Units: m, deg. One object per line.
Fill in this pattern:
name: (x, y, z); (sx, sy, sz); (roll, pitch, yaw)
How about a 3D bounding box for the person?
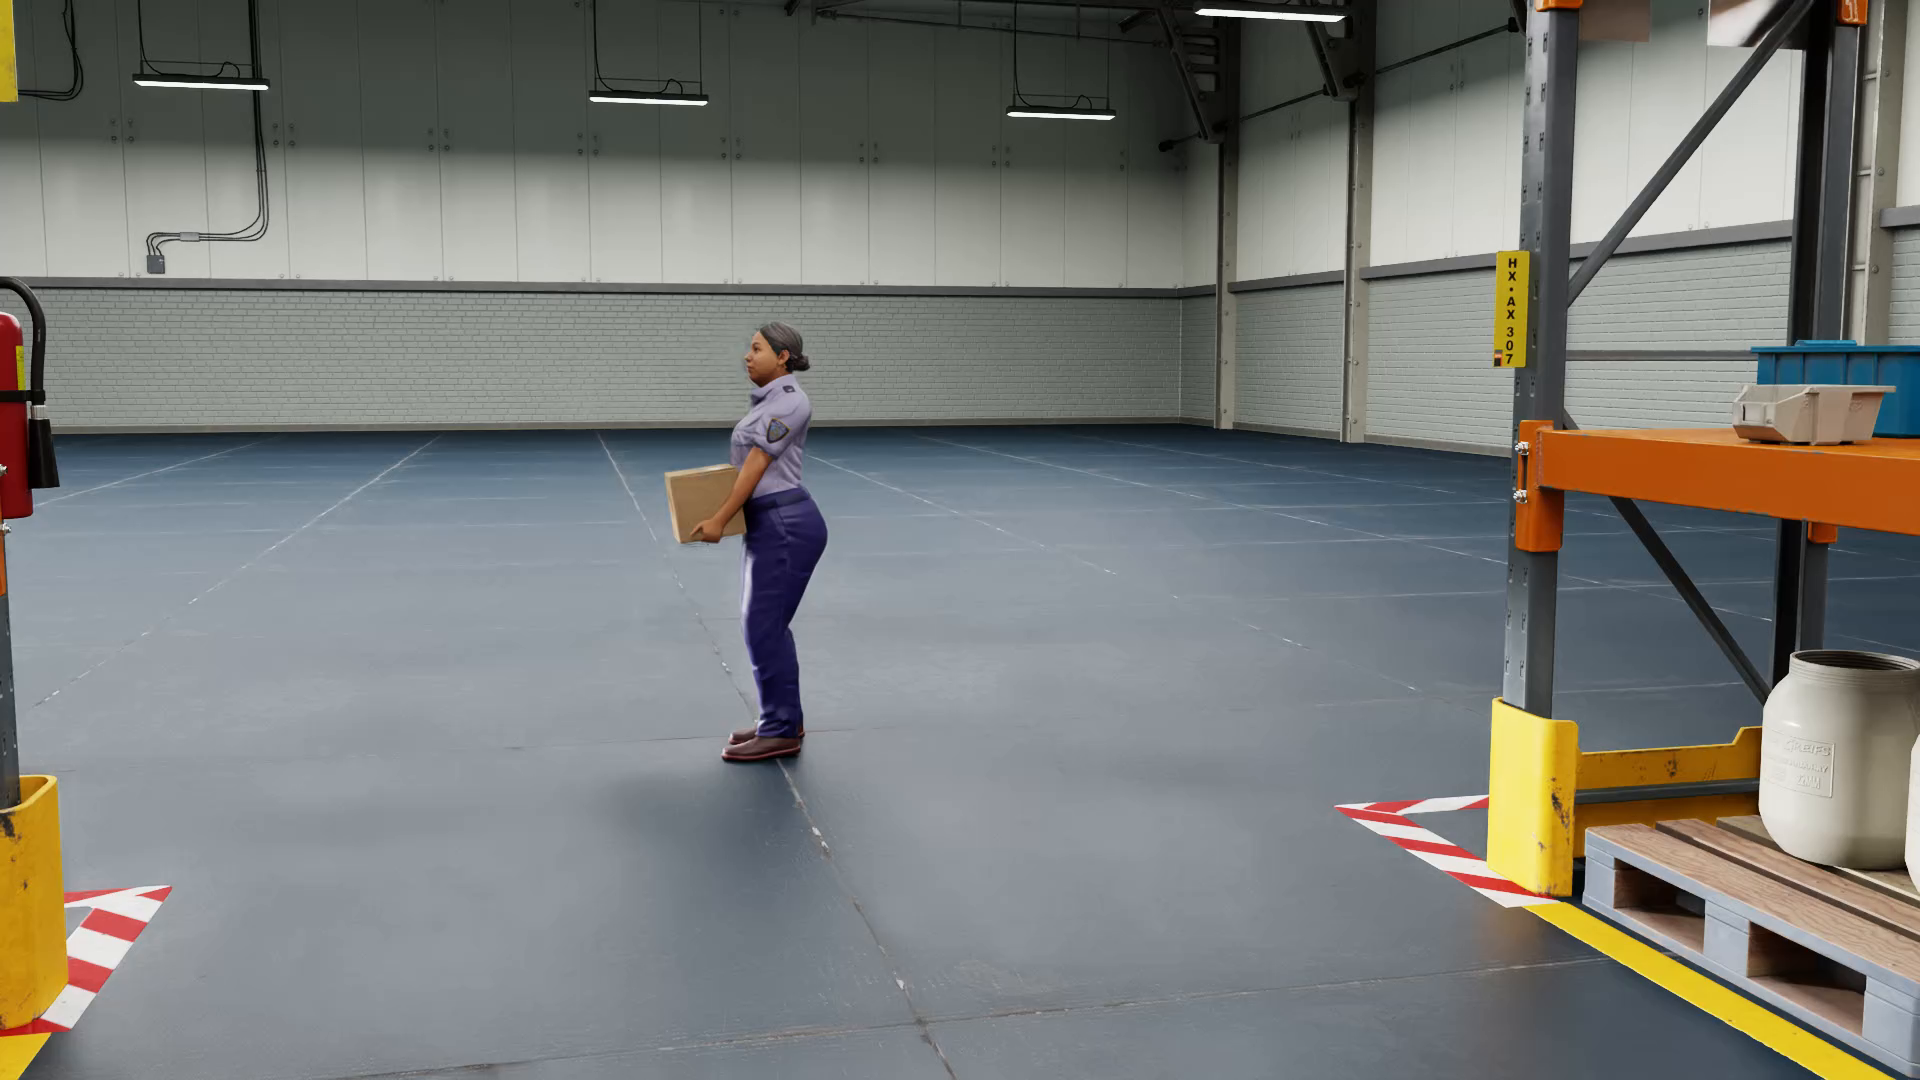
person: (-0.774, -0.001, 6.312); (0.524, 1.647, 0.435); (-2, 6, -15)
